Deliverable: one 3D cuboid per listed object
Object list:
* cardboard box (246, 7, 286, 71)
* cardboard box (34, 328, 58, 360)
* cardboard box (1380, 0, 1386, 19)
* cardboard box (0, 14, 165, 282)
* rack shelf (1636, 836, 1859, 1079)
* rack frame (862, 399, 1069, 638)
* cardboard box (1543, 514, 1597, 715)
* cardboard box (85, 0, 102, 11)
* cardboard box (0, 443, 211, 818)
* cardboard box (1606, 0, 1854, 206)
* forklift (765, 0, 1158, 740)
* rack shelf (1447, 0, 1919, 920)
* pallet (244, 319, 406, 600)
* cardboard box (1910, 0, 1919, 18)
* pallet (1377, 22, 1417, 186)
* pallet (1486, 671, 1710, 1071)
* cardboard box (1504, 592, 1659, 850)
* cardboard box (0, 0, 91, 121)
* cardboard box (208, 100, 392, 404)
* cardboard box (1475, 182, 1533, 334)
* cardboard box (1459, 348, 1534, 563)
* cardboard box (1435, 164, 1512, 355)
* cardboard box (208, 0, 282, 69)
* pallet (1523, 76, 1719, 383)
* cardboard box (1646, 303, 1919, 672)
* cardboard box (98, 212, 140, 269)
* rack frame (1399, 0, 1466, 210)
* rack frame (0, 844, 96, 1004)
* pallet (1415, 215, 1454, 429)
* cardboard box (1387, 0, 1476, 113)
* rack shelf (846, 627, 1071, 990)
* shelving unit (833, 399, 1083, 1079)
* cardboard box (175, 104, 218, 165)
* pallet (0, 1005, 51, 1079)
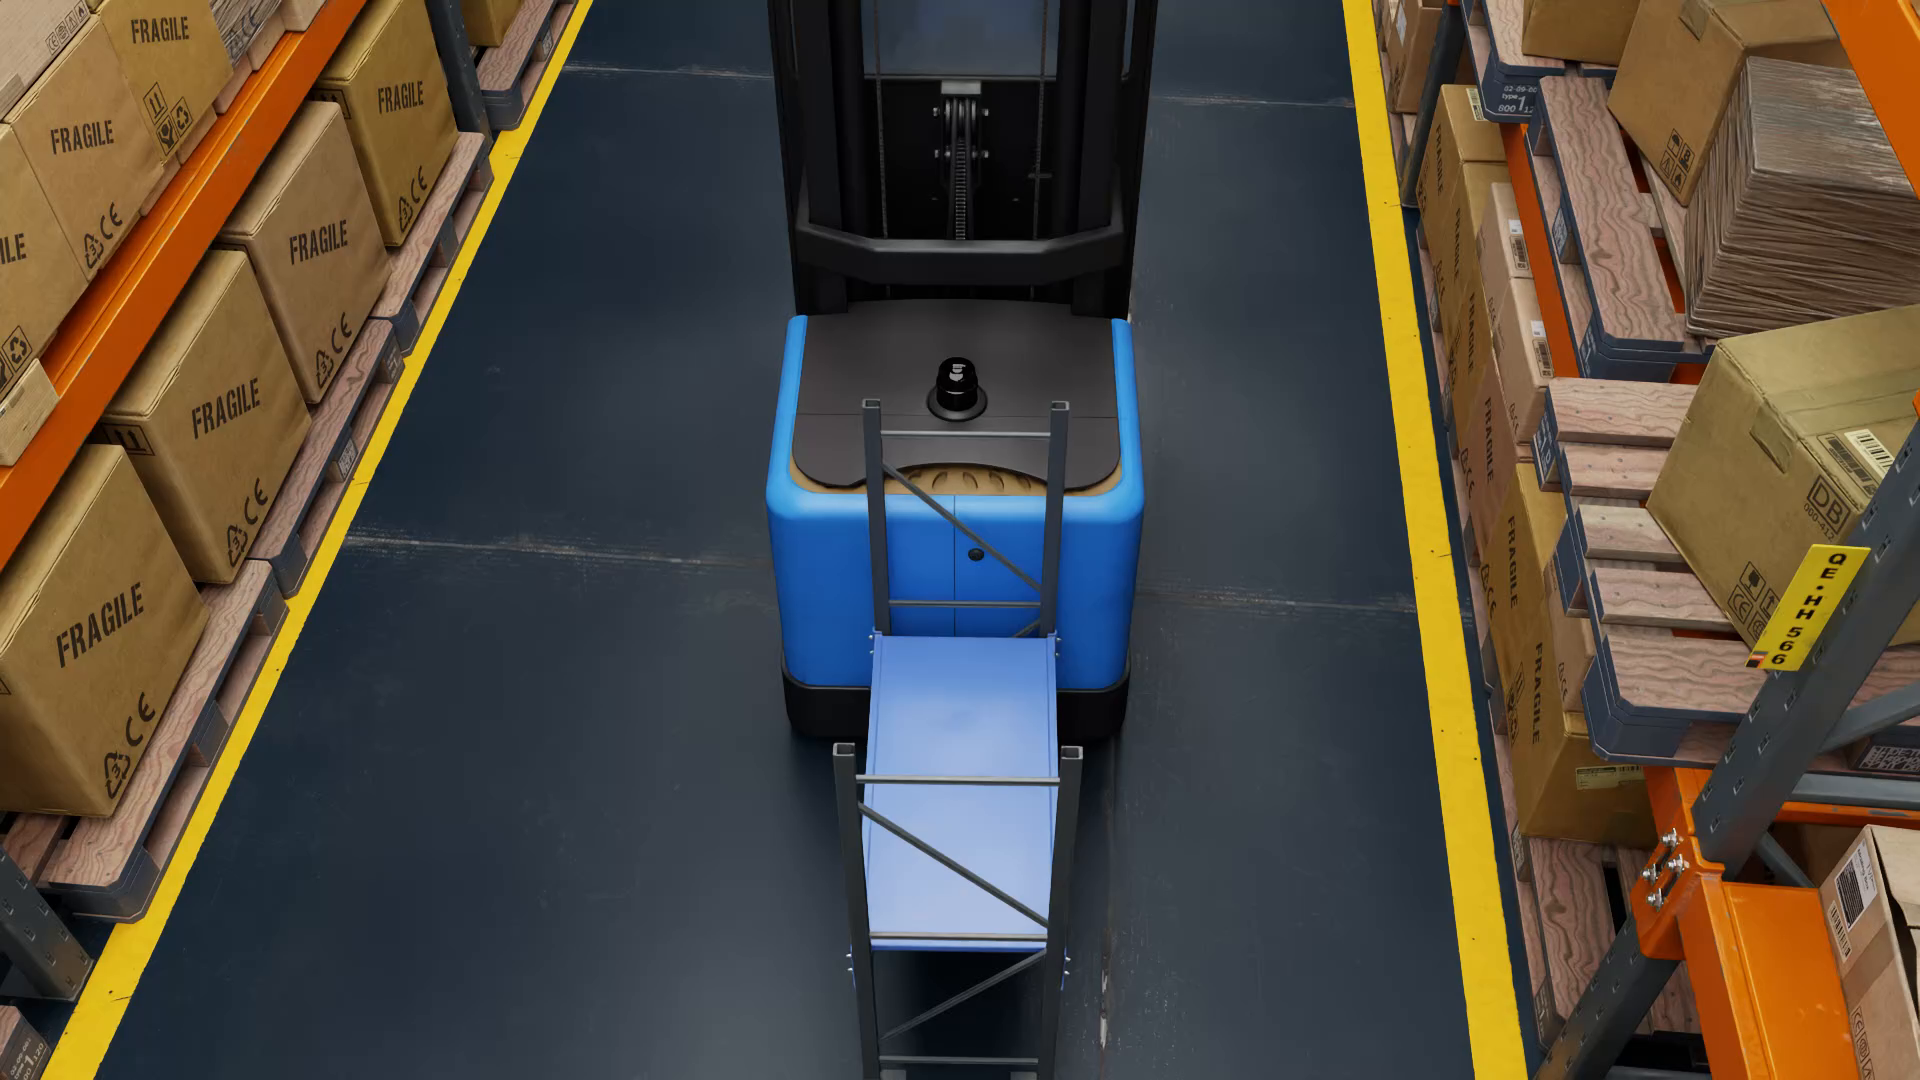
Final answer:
[{"bbox_3d":[-2.434,-1.661,5.393,0.380,0.149,0.250,4,48,4],"label":"cardboard box"},{"bbox_3d":[-2.627,-0.531,4.359,0.380,0.149,0.250,3,48,3],"label":"cardboard box"},{"bbox_3d":[2.208,-2.654,7.669,0.500,0.311,0.500,4,48,4],"label":"cardboard box"},{"bbox_3d":[-2.526,-1.045,4.390,0.500,0.500,0.500,4,48,3],"label":"cardboard box"},{"bbox_3d":[1.823,2.228,2.167,1.077,0.370,4.000,4,48,4],"label":"rack shelf"},{"bbox_3d":[0.014,0.179,4.570,0.500,1.500,0.032,1,48,1],"label":"rack frame"},{"bbox_3d":[1.858,0.213,4.410,0.500,0.250,0.500,6,48,5],"label":"cardboard box"},{"bbox_3d":[-2.500,-1.664,4.448,0.500,0.250,0.500,3,48,3],"label":"cardboard box"},{"bbox_3d":[-2.730,0.237,4.673,0.750,0.750,0.750,3,48,3],"label":"cardboard box"},{"bbox_3d":[2.270,-1.297,4.551,0.700,0.500,0.500,-7,48,-6],"label":"cardboard box"},{"bbox_3d":[0.011,-1.451,5.090,1.130,2.935,3.031,1,48,1],"label":"forklift"},{"bbox_3d":[2.188,-0.712,4.856,1.077,0.370,4.000,4,48,4],"label":"rack shelf"},{"bbox_3d":[-2.667,-0.342,5.920,1.003,0.211,1.213,4,48,4],"label":"pallet"},{"bbox_3d":[2.012,-0.854,2.397,0.910,0.500,0.500,4,48,4],"label":"cardboard box"},{"bbox_3d":[2.433,-1.988,7.425,1.003,0.211,1.213,4,48,4],"label":"pallet"},{"bbox_3d":[2.111,0.910,4.774,1.003,0.211,1.213,4,48,4],"label":"pallet"},{"bbox_3d":[1.857,0.507,4.649,0.500,0.500,0.500,6,48,5],"label":"cardboard box"},{"bbox_3d":[-2.540,-1.288,4.104,0.500,0.250,0.500,4,48,4],"label":"cardboard box"},{"bbox_3d":[-2.571,-1.031,5.832,0.750,0.750,0.750,5,48,5],"label":"cardboard box"},{"bbox_3d":[1.992,-0.908,5.435,0.500,0.250,0.500,4,48,4],"label":"cardboard box"},{"bbox_3d":[1.946,-0.259,5.350,0.500,0.500,0.500,2,48,2],"label":"cardboard box"},{"bbox_3d":[2.046,-0.997,6.025,0.500,0.500,0.500,4,48,4],"label":"cardboard box"},{"bbox_3d":[-2.445,-1.795,5.076,0.500,0.500,0.500,4,48,4],"label":"cardboard box"},{"bbox_3d":[2.178,-0.849,4.624,1.003,0.211,1.213,4,48,4],"label":"pallet"},{"bbox_3d":[1.950,-0.131,3.484,0.700,0.500,0.500,-11,48,-10],"label":"cardboard box"},{"bbox_3d":[-2.578,-0.911,4.707,0.380,0.149,0.250,5,48,4],"label":"cardboard box"},{"bbox_3d":[2.370,-2.424,5.934,1.000,3.000,0.127,4,48,4],"label":"rack frame"},{"bbox_3d":[-2.928,0.185,3.548,1.000,3.000,0.127,4,48,4],"label":"rack frame"},{"bbox_3d":[2.333,-0.883,6.414,1.003,0.211,1.213,4,48,4],"label":"pallet"},{"bbox_3d":[2.139,-2.167,7.095,0.500,0.500,0.500,4,48,4],"label":"cardboard box"},{"bbox_3d":[0.005,0.675,4.360,0.538,0.185,1.000,1,48,1],"label":"rack shelf"},{"bbox_3d":[0.005,0.554,4.227,0.538,1.500,1.048,1,48,1],"label":"shelving unit"},{"bbox_3d":[-2.508,-1.284,5.048,0.380,0.149,0.250,5,48,5],"label":"cardboard box"},{"bbox_3d":[-3.001,1.700,4.052,1.003,0.211,1.213,4,48,4],"label":"pallet"}]
